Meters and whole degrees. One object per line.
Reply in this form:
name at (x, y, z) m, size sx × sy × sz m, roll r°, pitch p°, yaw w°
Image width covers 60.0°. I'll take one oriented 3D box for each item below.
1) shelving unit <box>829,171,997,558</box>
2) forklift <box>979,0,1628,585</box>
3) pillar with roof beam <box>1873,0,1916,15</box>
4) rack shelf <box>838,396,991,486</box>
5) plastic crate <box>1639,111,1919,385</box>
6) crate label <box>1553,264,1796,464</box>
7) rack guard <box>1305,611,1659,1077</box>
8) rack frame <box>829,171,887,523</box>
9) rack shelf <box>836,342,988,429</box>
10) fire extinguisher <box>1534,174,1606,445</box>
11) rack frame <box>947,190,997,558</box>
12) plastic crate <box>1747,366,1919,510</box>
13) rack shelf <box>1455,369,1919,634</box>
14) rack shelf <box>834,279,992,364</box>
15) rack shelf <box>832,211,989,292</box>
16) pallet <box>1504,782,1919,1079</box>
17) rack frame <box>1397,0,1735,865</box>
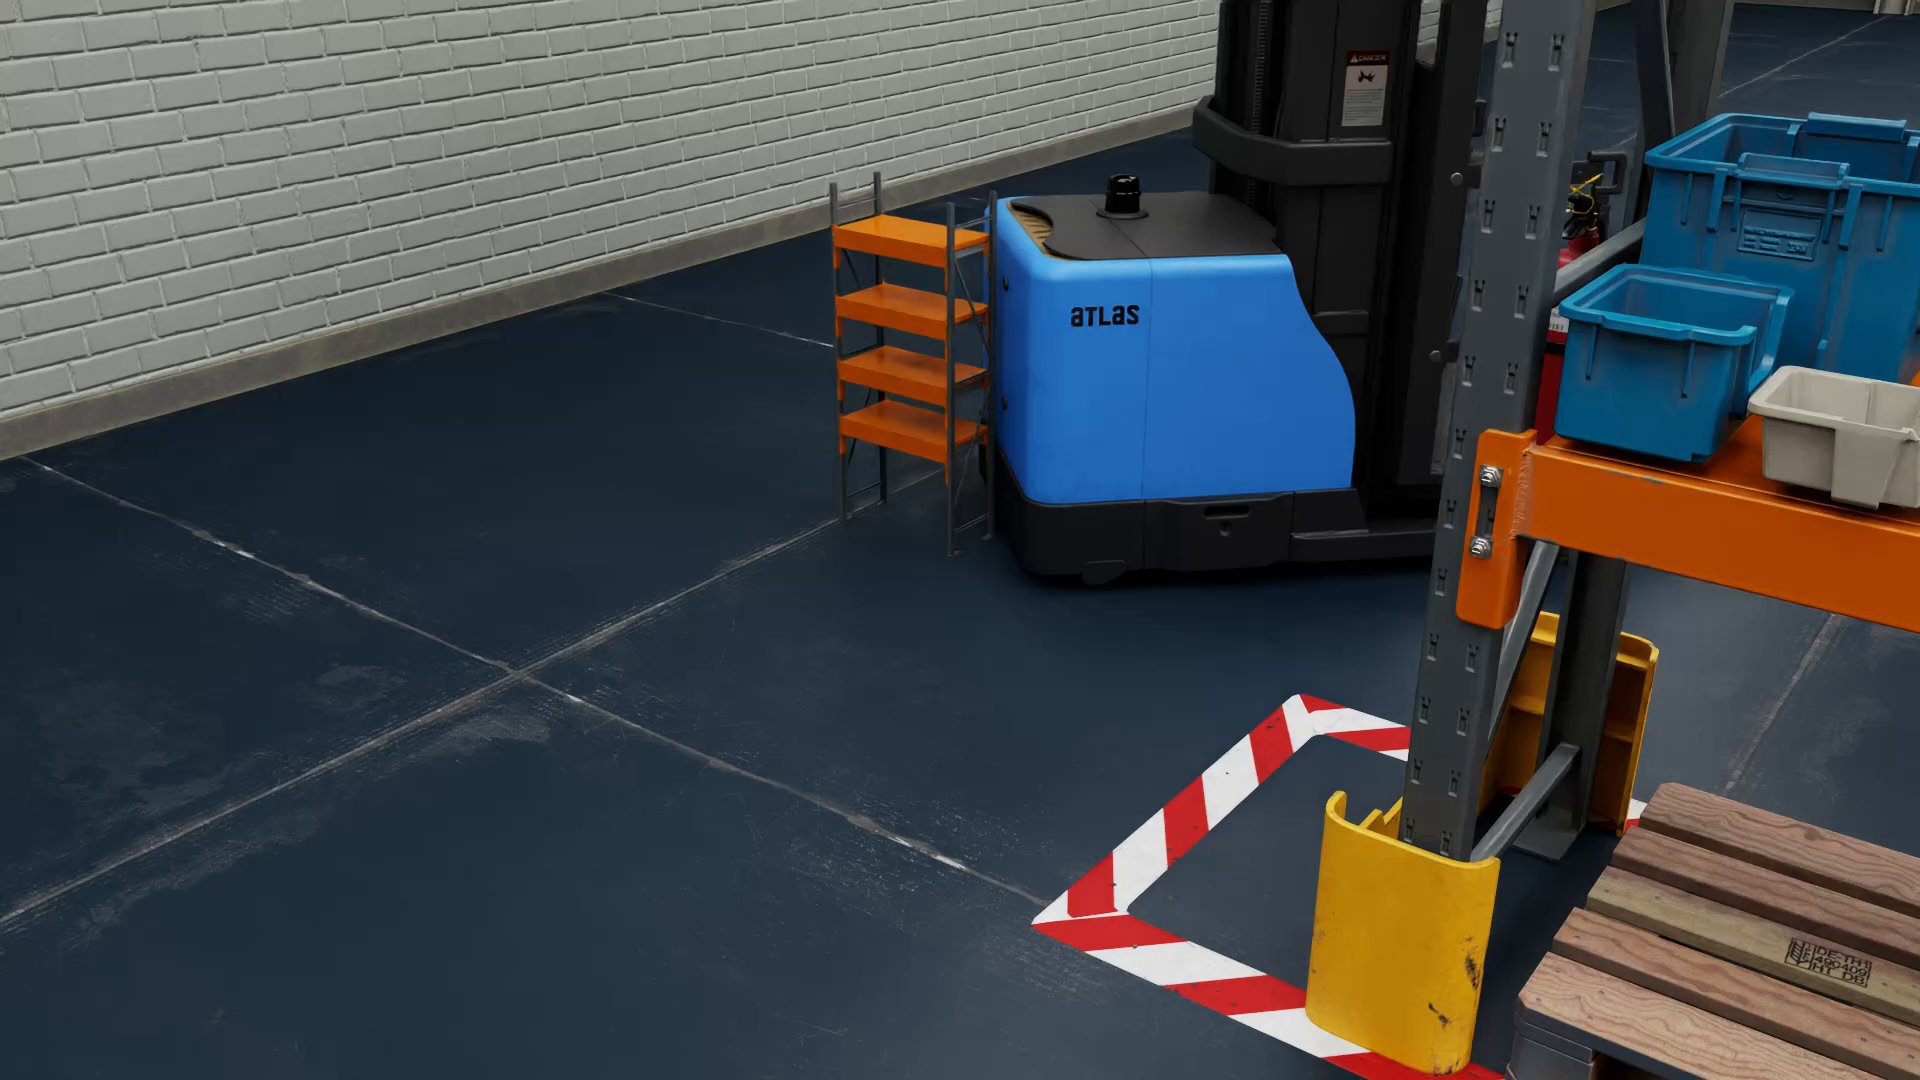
shelving unit at (-0.153, -0.589, 5.598) m, size 0.503 × 1.200 × 0.258 m, roll 18°, pitch 29°, yaw 34°
forklift at (1.632, -1.455, 5.417) m, size 3.031 × 2.935 × 1.130 m, roll -3°, pitch 24°, yaw -8°
pillar with roof beam at (8.904, -9.216, 15.506) m, size 0.400 × 9.000 × 9.100 m, roll 17°, pitch 29°, yaw 33°
rack shelf at (-0.153, -0.345, 5.705) m, size 0.480 × 0.148 × 0.258 m, roll 18°, pitch 29°, yaw 34°
plastic crate at (1.595, -0.542, 3.142) m, size 0.499 × 0.435 × 0.616 m, roll 17°, pitch 29°, yaw 33°
crate label at (1.215, -0.304, 2.853) m, size 0.303 × 0.233 × 0.416 m, roll 17°, pitch 29°, yaw 33°
rack guard at (1.188, 0.623, 3.716) m, size 0.348 × 0.500 × 1.175 m, roll 17°, pitch 29°, yaw 33°
rack frame at (-0.345, -0.650, 5.736) m, size 0.015 × 1.200 × 0.240 m, roll 18°, pitch 29°, yaw 34°
rack shelf at (-0.153, -0.527, 5.625) m, size 0.480 × 0.148 × 0.258 m, roll 18°, pitch 29°, yaw 34°
fire extinguisher at (1.367, -0.496, 3.715) m, size 0.183 × 0.674 × 0.296 m, roll 17°, pitch 29°, yaw 33°
rack frame at (0.038, -0.528, 5.460) m, size 0.015 × 1.200 × 0.240 m, roll 18°, pitch 29°, yaw 34°
plastic crate at (1.422, -0.156, 2.636) m, size 0.298 × 0.136 × 0.250 m, roll 17°, pitch 29°, yaw 33°
rack shelf at (2.815, 0.294, 2.256) m, size 4.000 × 0.370 × 1.077 m, roll 17°, pitch 29°, yaw 33°
rack shelf at (-0.153, -0.732, 5.535) m, size 0.480 × 0.148 × 0.258 m, roll 18°, pitch 29°, yaw 34°
rack shelf at (-0.153, -0.948, 5.440) m, size 0.480 × 0.148 × 0.258 m, roll 18°, pitch 29°, yaw 34°
pallet at (1.852, 0.969, 3.289) m, size 1.213 × 0.211 × 1.003 m, roll 17°, pitch 29°, yaw 33°
rack frame at (1.215, -0.519, 3.208) m, size 0.127 × 3.000 × 1.000 m, roll 17°, pitch 29°, yaw 33°
